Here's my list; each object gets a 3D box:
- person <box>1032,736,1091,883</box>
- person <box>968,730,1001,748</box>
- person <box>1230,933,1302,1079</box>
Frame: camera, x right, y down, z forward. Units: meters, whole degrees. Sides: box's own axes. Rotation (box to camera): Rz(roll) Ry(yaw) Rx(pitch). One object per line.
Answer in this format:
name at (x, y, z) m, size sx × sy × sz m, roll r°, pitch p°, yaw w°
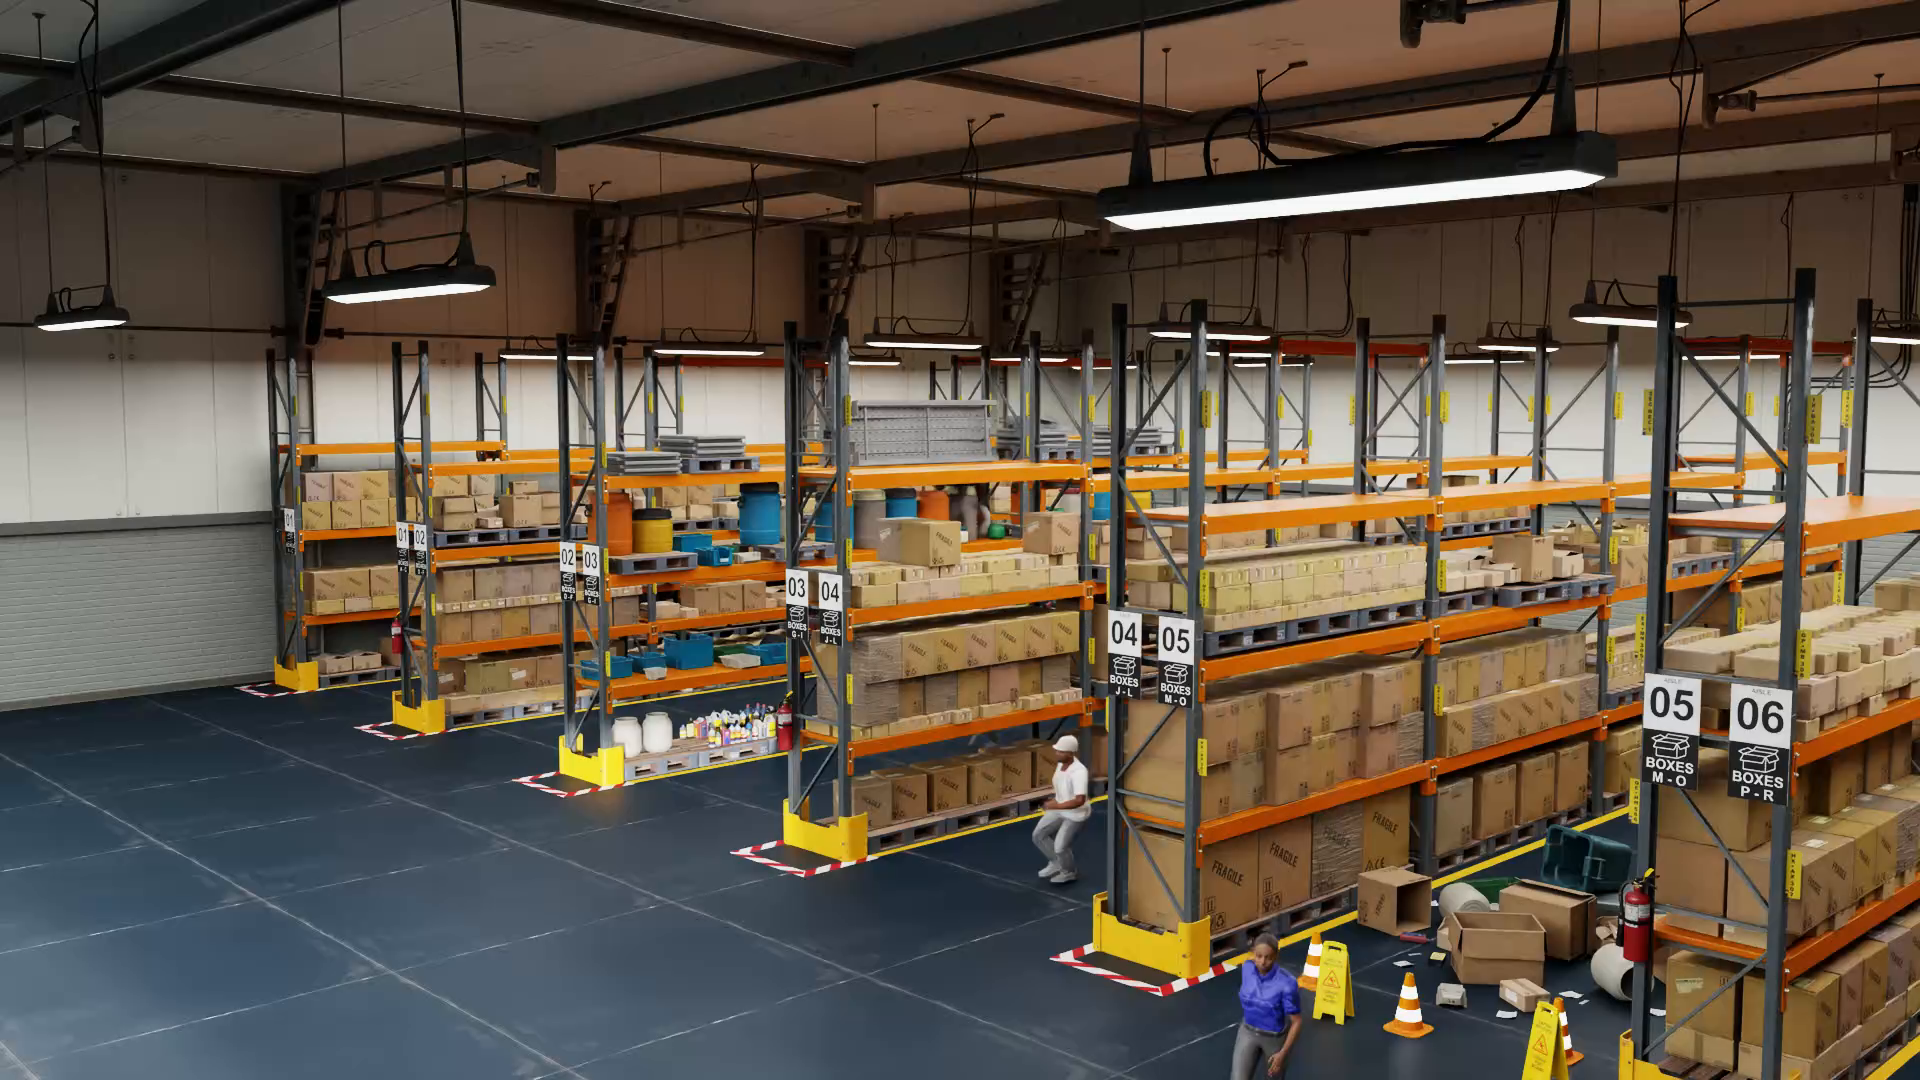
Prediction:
person at (1.055, 2.835, 17.380) m, size 0.729 × 1.646 × 0.879 m, roll -3°, pitch 6°, yaw -33°
person at (0.262, 2.243, 24.097) m, size 0.653 × 1.645 × 0.960 m, roll 5°, pitch 7°, yaw 44°
person at (2.080, 3.392, 11.205) m, size 0.516 × 1.599 × 0.759 m, roll 3°, pitch 6°, yaw 27°
